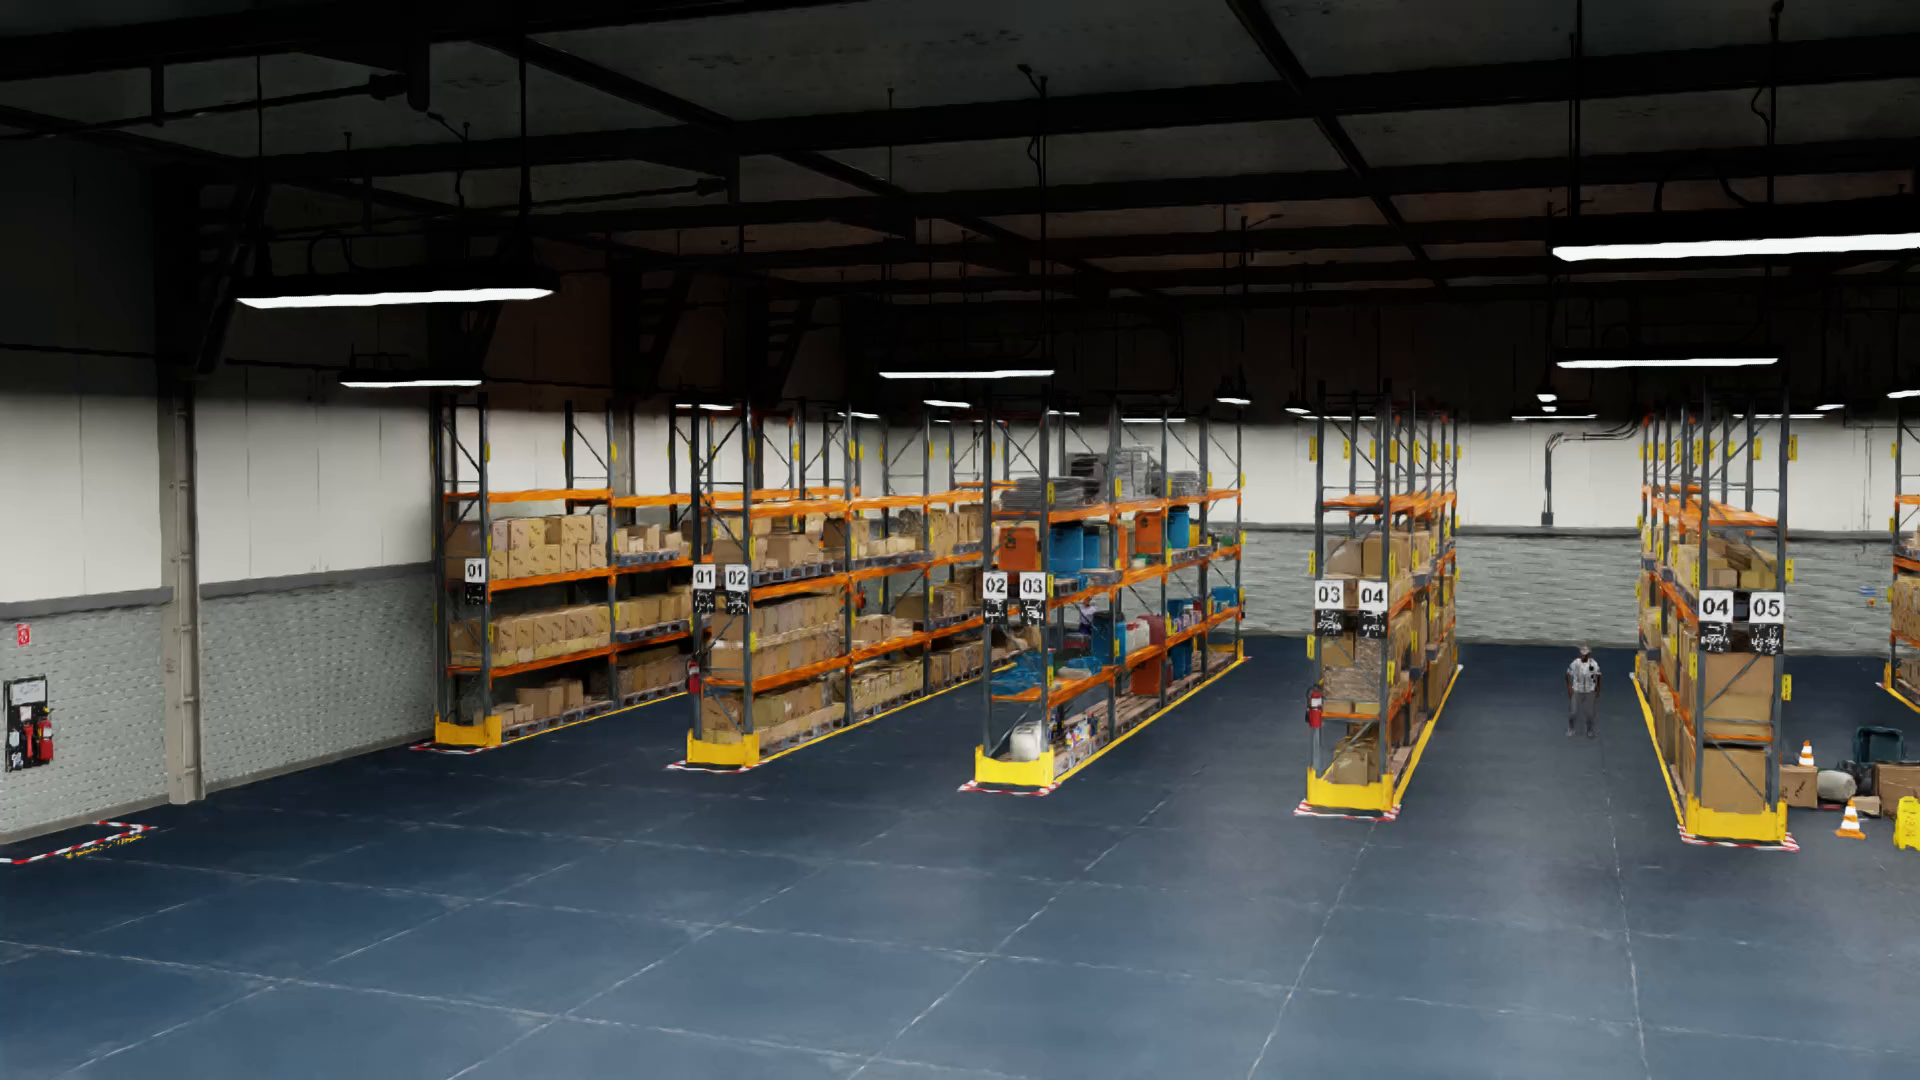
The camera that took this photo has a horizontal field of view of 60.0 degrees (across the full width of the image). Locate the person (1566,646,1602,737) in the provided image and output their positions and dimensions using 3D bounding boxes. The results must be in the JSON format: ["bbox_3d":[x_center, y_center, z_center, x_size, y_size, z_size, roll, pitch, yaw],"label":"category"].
[{"bbox_3d":[10.929,2.645,29.150,0.592,1.625,0.532,1,3,18],"label":"person"}]

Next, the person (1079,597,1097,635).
[{"bbox_3d":[3.070,2.098,39.669,0.493,1.576,0.991,1,3,19],"label":"person"}]
